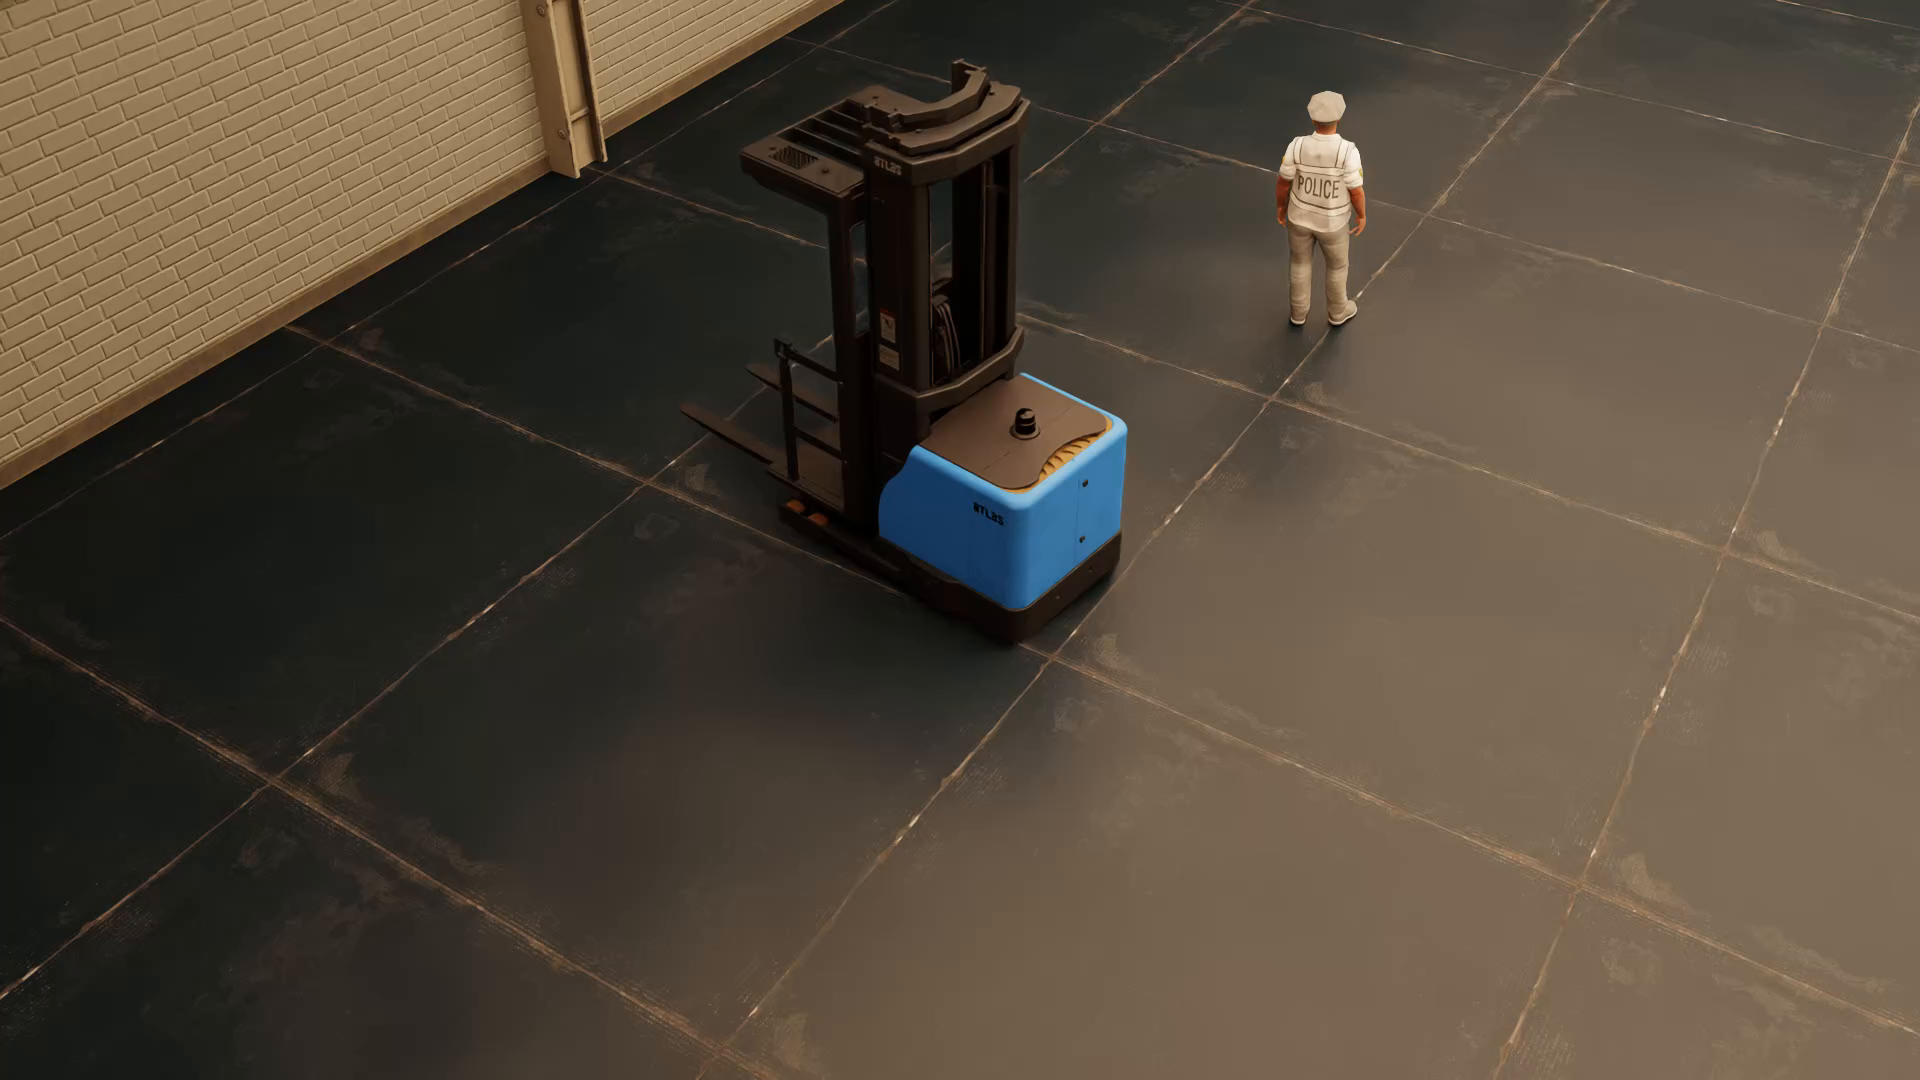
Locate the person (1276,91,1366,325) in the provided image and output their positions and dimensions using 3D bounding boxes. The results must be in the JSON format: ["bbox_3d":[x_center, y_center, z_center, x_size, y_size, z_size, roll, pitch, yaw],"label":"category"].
[{"bbox_3d":[2.526,-2.303,11.564,0.640,1.778,0.576,17,43,19],"label":"person"}]

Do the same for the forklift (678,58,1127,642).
[{"bbox_3d":[-0.488,-1.350,9.560,3.031,2.935,1.130,29,48,30],"label":"forklift"}]
